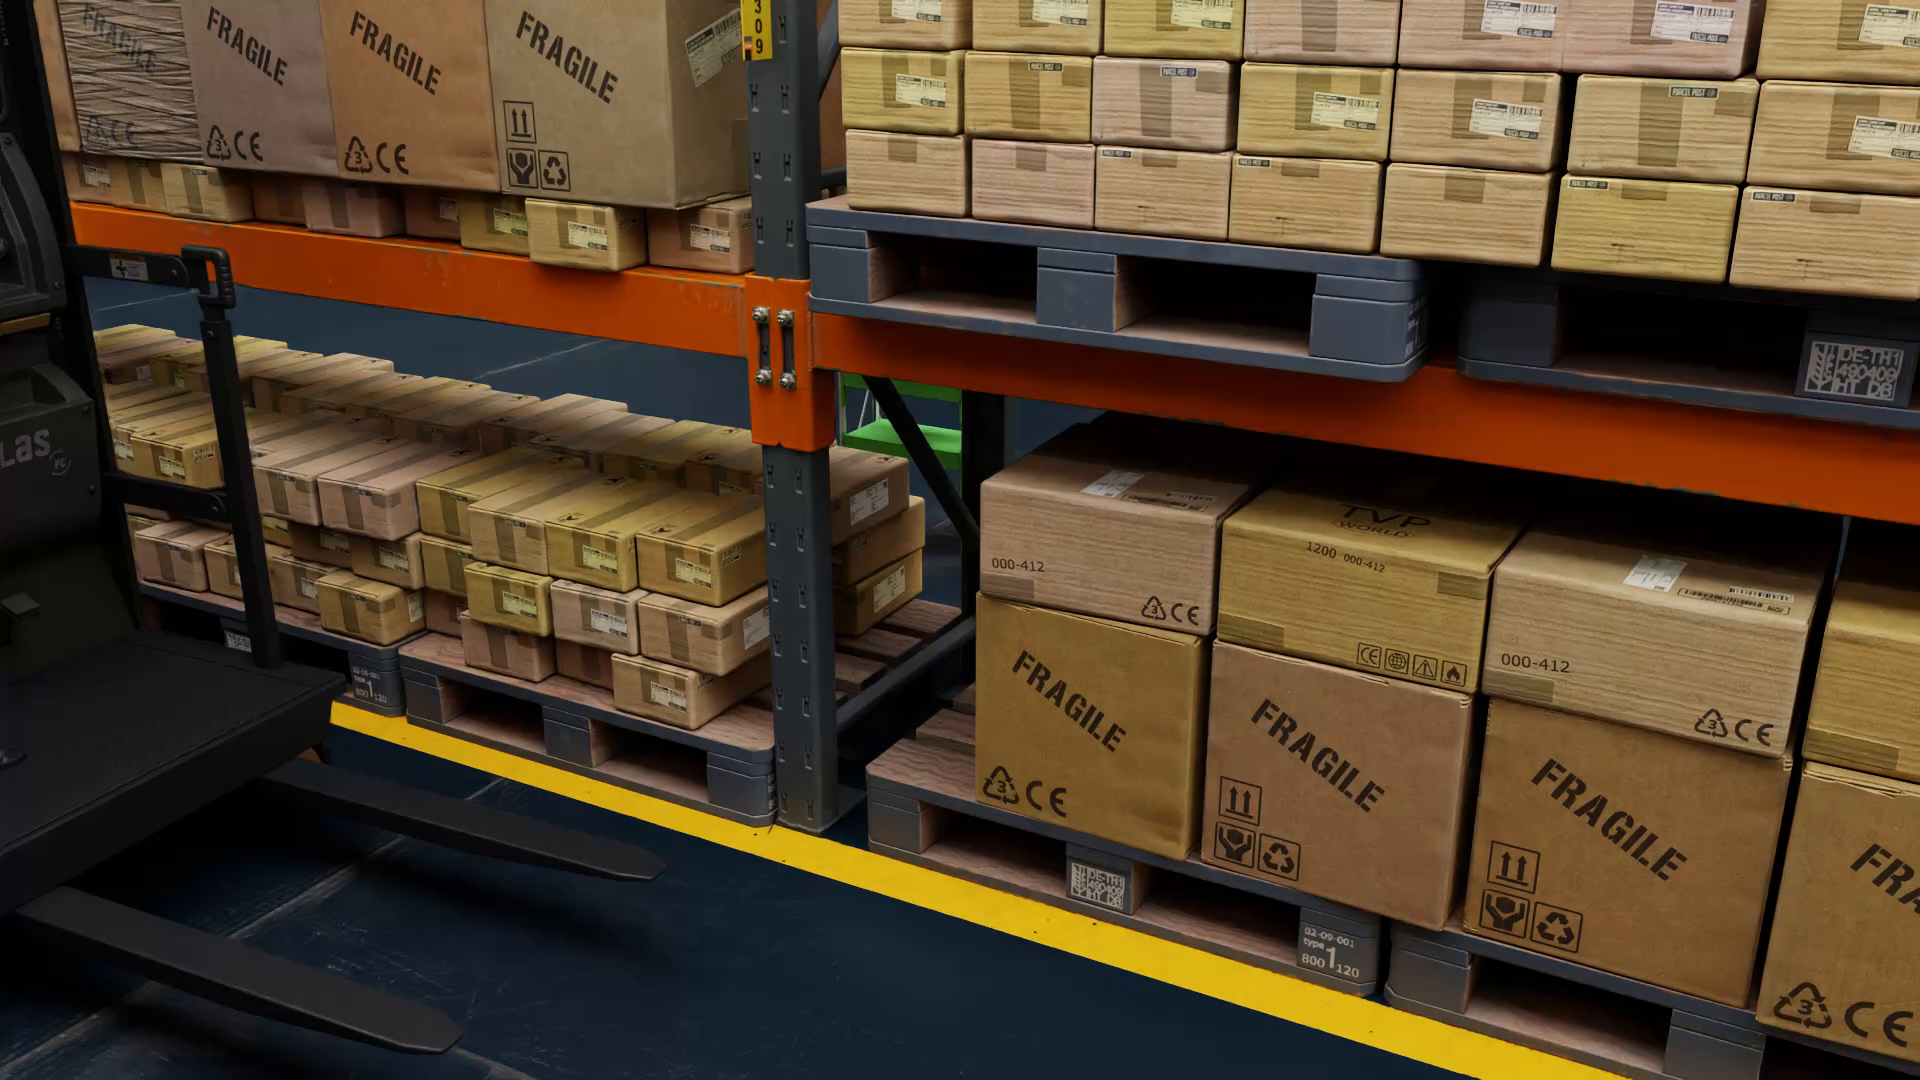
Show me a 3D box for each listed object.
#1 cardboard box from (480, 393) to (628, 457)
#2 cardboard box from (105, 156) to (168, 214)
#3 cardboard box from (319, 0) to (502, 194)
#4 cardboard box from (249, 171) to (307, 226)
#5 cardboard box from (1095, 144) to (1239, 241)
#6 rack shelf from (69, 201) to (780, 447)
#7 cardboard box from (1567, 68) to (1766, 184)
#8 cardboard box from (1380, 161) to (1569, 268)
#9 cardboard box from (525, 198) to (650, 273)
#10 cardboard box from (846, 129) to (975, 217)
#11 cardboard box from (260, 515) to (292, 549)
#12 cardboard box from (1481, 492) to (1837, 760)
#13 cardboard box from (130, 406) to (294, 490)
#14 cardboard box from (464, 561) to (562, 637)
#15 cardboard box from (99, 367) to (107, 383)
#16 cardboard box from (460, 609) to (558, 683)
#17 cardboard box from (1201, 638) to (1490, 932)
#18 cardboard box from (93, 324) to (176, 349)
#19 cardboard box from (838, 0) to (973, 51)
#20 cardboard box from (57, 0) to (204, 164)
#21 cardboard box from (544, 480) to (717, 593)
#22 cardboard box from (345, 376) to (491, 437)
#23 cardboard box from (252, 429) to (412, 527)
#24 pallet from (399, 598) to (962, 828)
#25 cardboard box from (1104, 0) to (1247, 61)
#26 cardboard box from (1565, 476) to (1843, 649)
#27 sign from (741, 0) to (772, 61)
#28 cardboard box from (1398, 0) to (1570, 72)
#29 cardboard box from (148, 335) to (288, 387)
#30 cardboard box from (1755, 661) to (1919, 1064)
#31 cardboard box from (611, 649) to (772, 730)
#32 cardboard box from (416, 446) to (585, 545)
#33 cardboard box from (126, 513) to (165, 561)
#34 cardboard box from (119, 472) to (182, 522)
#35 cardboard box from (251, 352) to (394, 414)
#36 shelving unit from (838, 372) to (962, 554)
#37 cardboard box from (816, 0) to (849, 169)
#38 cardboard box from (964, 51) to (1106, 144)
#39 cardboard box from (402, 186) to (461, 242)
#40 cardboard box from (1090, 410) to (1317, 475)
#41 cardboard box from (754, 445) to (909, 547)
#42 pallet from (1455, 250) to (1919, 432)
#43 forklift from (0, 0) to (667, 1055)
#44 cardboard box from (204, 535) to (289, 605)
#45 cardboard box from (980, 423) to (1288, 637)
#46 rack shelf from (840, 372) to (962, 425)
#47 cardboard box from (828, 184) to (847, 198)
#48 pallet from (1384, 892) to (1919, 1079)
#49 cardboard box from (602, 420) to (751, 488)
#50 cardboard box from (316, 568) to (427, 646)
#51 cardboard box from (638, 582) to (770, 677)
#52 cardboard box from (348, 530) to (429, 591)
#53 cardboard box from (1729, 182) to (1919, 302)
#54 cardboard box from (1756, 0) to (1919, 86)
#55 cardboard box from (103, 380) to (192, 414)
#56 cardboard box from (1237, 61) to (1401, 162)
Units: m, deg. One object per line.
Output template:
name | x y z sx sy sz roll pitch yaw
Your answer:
cardboard box | -1.220 -0.316 5.029 0.250 0.149 0.380 11 23 28
cardboard box | -2.125 -1.017 4.639 0.250 0.149 0.380 12 23 29
cardboard box | -1.155 -1.136 4.014 0.500 0.500 0.500 10 22 26
cardboard box | -1.649 -0.943 4.434 0.250 0.149 0.380 10 22 27
cardboard box | 0.438 -0.655 3.026 0.250 0.149 0.380 11 23 28
rack shelf | -1.888 -0.860 4.892 4.000 0.370 1.077 11 23 27
cardboard box | 1.125 -0.666 2.618 0.250 0.149 0.380 10 22 26
cardboard box | 0.879 -0.571 2.794 0.250 0.149 0.380 10 22 25
cardboard box | -0.784 -0.736 3.863 0.250 0.149 0.380 10 22 26
cardboard box | -0.023 -0.743 3.266 0.250 0.149 0.380 10 22 25
cardboard box | -1.897 -0.116 4.915 0.250 0.149 0.380 12 23 30
cardboard box | 1.283 0.135 3.044 0.500 0.250 0.500 12 23 29
cardboard box | -2.184 -0.267 4.894 0.250 0.149 0.380 11 23 28
cardboard box | -1.057 0.099 4.322 0.250 0.149 0.380 10 22 25
cardboard box | -3.043 -0.469 5.453 0.250 0.149 0.380 11 23 28
cardboard box | -1.099 0.220 4.423 0.250 0.149 0.380 10 22 26
cardboard box | 0.836 0.401 3.410 0.500 0.500 0.500 12 23 30
cardboard box | -3.049 -0.655 5.965 0.250 0.149 0.380 11 23 28
cardboard box | -0.023 -1.022 3.164 0.250 0.149 0.380 12 23 30
cardboard box | -2.028 -1.311 4.498 0.500 0.500 0.500 10 22 26
cardboard box | -0.822 -0.015 4.200 0.250 0.149 0.380 11 23 28
cardboard box | -1.694 -0.389 5.231 0.250 0.149 0.380 11 23 28
cardboard box | -1.754 -0.179 4.653 0.250 0.149 0.380 10 22 25
pallet | -0.746 0.344 4.607 1.213 0.211 1.003 11 23 27
cardboard box | 0.446 -0.934 2.922 0.250 0.149 0.380 11 23 28
cardboard box | 1.542 -0.019 3.468 0.500 0.250 0.500 10 22 25
sign | -0.400 -1.110 3.256 0.005 0.325 0.100 11 23 27
cardboard box | 0.887 -0.850 2.689 0.250 0.149 0.380 11 22 27
cardboard box | -2.569 -0.591 5.788 0.250 0.149 0.380 10 22 26
cardboard box | 1.727 0.575 2.931 0.500 0.500 0.500 10 22 25
cardboard box | -0.651 0.313 4.168 0.250 0.149 0.380 11 23 28
cardboard box | -1.232 -0.121 4.491 0.250 0.149 0.380 12 23 29
cardboard box | -2.406 -0.058 5.191 0.250 0.149 0.380 11 23 27
cardboard box | -2.385 -0.197 5.138 0.250 0.149 0.380 10 22 25
cardboard box | -2.112 -0.501 5.540 0.250 0.149 0.380 12 23 29
shelving unit | -0.145 -0.592 5.736 0.503 1.200 0.258 11 23 27
cardboard box | -0.452 -1.210 4.219 0.500 0.500 0.500 10 22 26
cardboard box | 0.204 -0.840 3.098 0.250 0.149 0.380 10 22 26
cardboard box | -1.180 -0.861 4.209 0.250 0.149 0.380 10 22 26
cardboard box | 0.631 -0.192 3.946 0.500 0.250 0.500 10 22 26
cardboard box | -0.342 -0.122 4.494 0.250 0.149 0.380 12 23 29
pallet | 1.602 -0.427 2.926 1.213 0.211 1.003 11 23 27
forklift | -2.105 -0.623 3.285 3.031 2.935 1.130 9 22 24
cardboard box | -1.976 0.048 4.900 0.250 0.149 0.380 11 23 27
cardboard box | 0.374 -0.039 3.524 0.500 0.250 0.500 10 22 25
rack shelf | -0.145 -0.532 5.758 0.480 0.148 0.258 11 23 27
cardboard box | -0.230 -0.892 4.294 0.250 0.149 0.380 12 23 29
pallet | 1.607 0.777 3.414 1.213 0.211 1.003 11 23 27
cardboard box | -0.798 -0.212 4.744 0.250 0.149 0.380 10 22 27
cardboard box | -1.555 0.141 4.642 0.250 0.149 0.380 11 23 27
cardboard box | -0.572 0.179 4.100 0.250 0.149 0.380 11 23 28
cardboard box | -1.460 -0.009 4.619 0.250 0.149 0.380 11 23 29
cardboard box | 1.338 -0.484 2.554 0.250 0.149 0.380 10 22 25
cardboard box | 1.344 -0.764 2.452 0.250 0.149 0.380 12 23 29
cardboard box | -2.629 -0.373 5.187 0.250 0.149 0.380 10 22 25
cardboard box | 0.657 -0.754 2.861 0.250 0.149 0.380 10 22 25
